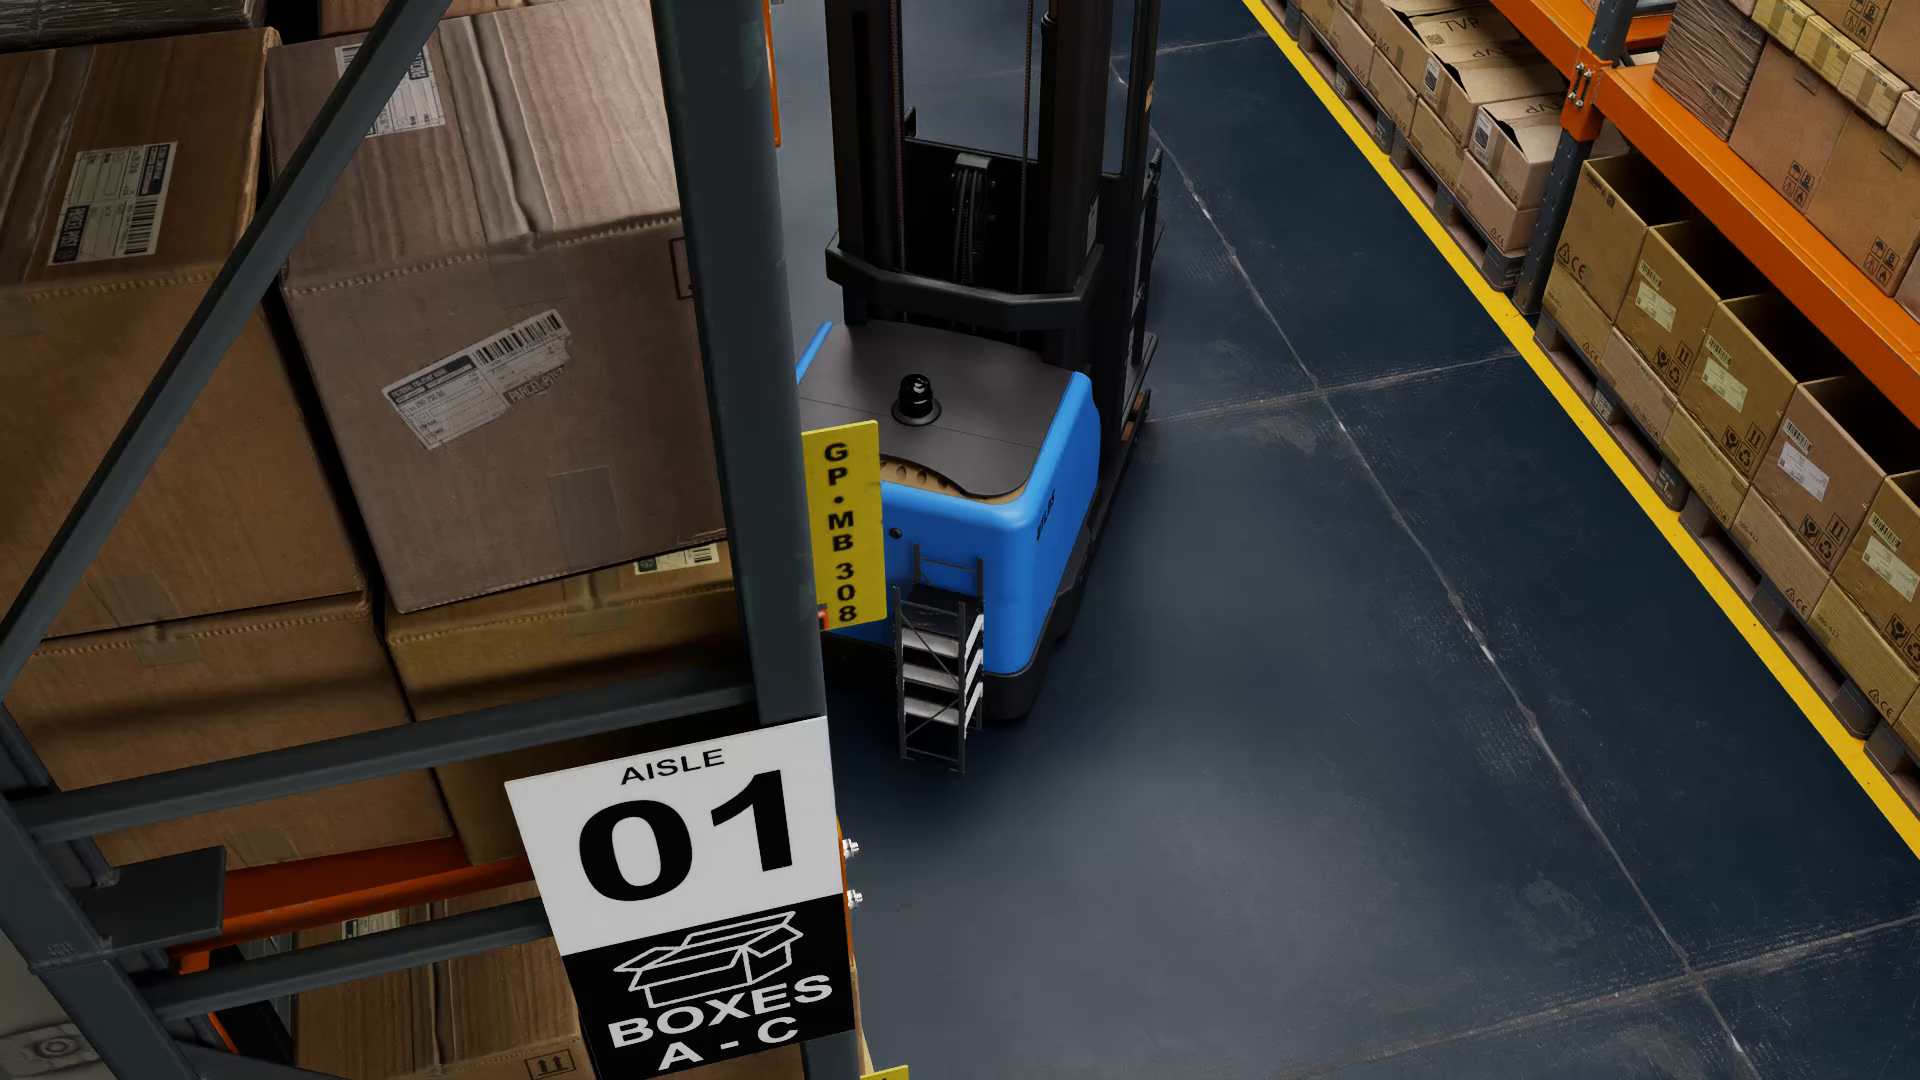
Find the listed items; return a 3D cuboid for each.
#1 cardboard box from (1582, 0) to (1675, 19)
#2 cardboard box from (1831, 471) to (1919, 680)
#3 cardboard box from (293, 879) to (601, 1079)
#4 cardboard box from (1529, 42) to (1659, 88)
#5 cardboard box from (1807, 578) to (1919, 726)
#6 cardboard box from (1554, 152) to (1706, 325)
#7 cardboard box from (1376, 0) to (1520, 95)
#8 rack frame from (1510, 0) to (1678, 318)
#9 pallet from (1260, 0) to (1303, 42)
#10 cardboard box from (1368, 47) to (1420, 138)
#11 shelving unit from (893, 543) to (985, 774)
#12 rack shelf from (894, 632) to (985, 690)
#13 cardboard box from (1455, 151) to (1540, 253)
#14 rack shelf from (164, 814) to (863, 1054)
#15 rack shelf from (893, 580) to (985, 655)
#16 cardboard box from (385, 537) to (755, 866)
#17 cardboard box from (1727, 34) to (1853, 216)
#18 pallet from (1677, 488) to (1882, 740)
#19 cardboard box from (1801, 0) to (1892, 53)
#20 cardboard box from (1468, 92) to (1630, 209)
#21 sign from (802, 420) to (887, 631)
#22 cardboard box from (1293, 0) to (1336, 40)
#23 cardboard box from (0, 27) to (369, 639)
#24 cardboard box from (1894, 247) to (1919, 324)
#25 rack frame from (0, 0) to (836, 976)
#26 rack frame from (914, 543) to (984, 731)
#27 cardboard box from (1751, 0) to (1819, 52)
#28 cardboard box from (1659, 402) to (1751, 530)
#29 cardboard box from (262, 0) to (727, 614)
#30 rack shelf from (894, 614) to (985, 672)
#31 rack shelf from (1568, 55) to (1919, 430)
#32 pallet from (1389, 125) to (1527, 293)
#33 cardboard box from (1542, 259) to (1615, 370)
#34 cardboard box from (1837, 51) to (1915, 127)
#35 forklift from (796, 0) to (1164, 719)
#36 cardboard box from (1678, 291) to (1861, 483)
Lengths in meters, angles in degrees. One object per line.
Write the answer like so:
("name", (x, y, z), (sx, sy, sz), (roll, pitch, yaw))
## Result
("cardboard box", (2.931, -2.503, 7.208), (0.500, 0.250, 0.500), (-8, 46, -8))
("cardboard box", (3.428, 0.087, 5.670), (0.500, 0.500, 0.500), (-11, 47, -10))
("cardboard box", (-0.990, 0.943, 3.292), (0.500, 0.500, 0.500), (-11, 47, -11))
("cardboard box", (3.111, -2.282, 8.125), (0.500, 0.311, 0.500), (-11, 47, -11))
("cardboard box", (3.431, 0.349, 5.939), (0.500, 0.250, 0.500), (-11, 47, -10))
("cardboard box", (2.916, -1.293, 7.023), (0.500, 0.500, 0.500), (-11, 47, -10))
("cardboard box", (2.454, -2.535, 8.372), (0.500, 0.311, 0.500), (-11, 47, -10))
("rack frame", (3.099, -2.224, 6.829), (1.000, 3.000, 0.127), (-11, 47, -10))
("pallet", (2.248, -3.434, 9.967), (1.003, 0.211, 1.213), (-11, 47, -10))
("cardboard box", (2.454, -2.344, 8.578), (0.500, 0.250, 0.500), (-10, 46, -9))
("shelving unit", (-0.068, 0.422, 5.706), (0.258, 0.900, 0.210), (13, 47, 12))
("rack shelf", (-0.068, 0.382, 5.666), (0.258, 0.077, 0.200), (13, 47, 12))
("cardboard box", (2.713, -1.642, 7.890), (0.500, 0.250, 0.500), (-11, 47, -11))
("rack shelf", (-1.176, -0.733, 3.771), (1.077, 0.370, 4.000), (-11, 47, -10))
("rack shelf", (-0.068, 0.256, 5.537), (0.258, 0.077, 0.200), (13, 47, 12))
("cardboard box", (-0.508, 0.078, 2.389), (0.500, 0.500, 0.500), (-10, 46, -9))
("cardboard box", (3.360, -1.590, 6.138), (0.700, 0.500, 0.500), (-11, 47, -11))
("pallet", (3.578, 0.153, 6.452), (1.003, 0.211, 1.213), (-11, 47, -10))
("cardboard box", (3.350, -2.059, 5.689), (0.700, 0.500, 0.500), (-11, 47, -10))
("cardboard box", (2.719, -1.832, 7.683), (0.500, 0.311, 0.500), (-11, 47, -10))
("sign", (-0.140, -0.009, 1.946), (0.100, 0.325, 0.005), (-11, 47, -10))
("cardboard box", (2.194, -3.050, 9.270), (0.500, 0.250, 0.500), (-12, 47, -11))
("cardboard box", (-1.027, -0.245, 2.006), (0.500, 0.500, 0.500), (-9, 46, -9))
("cardboard box", (3.617, -0.890, 5.452), (0.700, 0.500, 0.500), (-9, 46, -9))
("rack frame", (-0.664, -0.654, 1.090), (1.000, 3.000, 0.127), (-11, 47, -10))
("rack frame", (-0.037, 0.353, 5.774), (0.240, 0.900, 0.006), (13, 47, 12))
("cardboard box", (3.113, -1.914, 6.001), (0.380, 0.149, 0.250), (-12, 47, -11))
("cardboard box", (3.171, -0.340, 6.615), (0.500, 0.250, 0.500), (-11, 47, -10))
("cardboard box", (-0.528, -0.306, 2.065), (0.500, 0.500, 0.500), (-14, 47, -13))
("rack shelf", (-0.068, 0.319, 5.601), (0.258, 0.077, 0.200), (13, 47, 12))
("rack shelf", (3.611, -0.591, 5.733), (1.077, 0.370, 4.000), (-11, 47, -10))
("pallet", (2.873, -1.749, 8.316), (1.003, 0.211, 1.213), (-11, 47, -10))
("cardboard box", (2.925, -1.033, 7.293), (0.500, 0.250, 0.500), (-11, 47, -10))
("cardboard box", (3.244, -1.560, 5.654), (0.380, 0.149, 0.250), (-12, 47, -12))
("forklift", (0.190, -1.451, 6.120), (1.130, 2.935, 3.031), (13, 47, 12))
("cardboard box", (3.172, -0.603, 6.347), (0.500, 0.500, 0.500), (-11, 47, -10))
